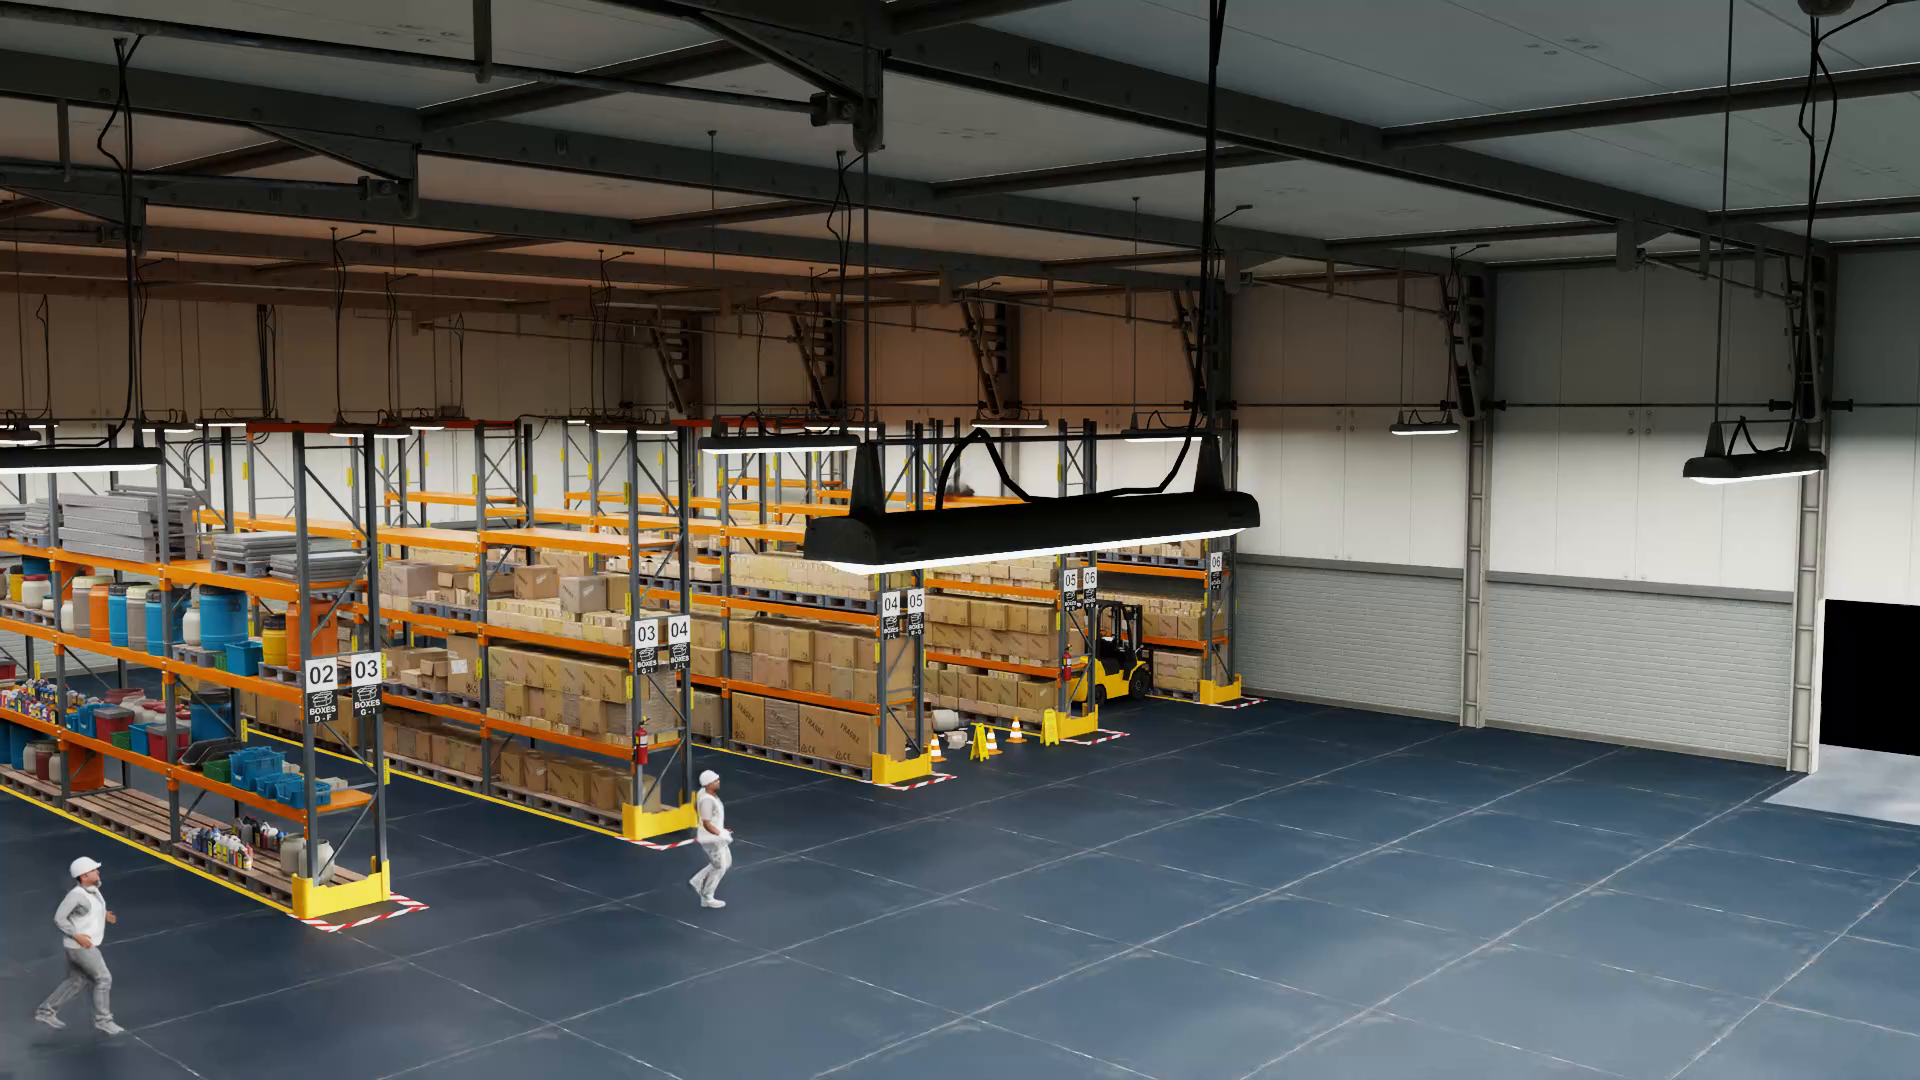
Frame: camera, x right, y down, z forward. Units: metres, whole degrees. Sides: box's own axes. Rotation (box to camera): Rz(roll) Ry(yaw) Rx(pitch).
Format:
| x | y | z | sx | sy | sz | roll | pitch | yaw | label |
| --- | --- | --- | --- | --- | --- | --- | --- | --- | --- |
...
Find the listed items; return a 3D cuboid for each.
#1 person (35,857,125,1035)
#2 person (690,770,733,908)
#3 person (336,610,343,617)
| x | y | z | sx | sy | sz | roll | pitch | yaw | label |
| --- | --- | --- | --- | --- | --- | --- | --- | --- | --- |
| -8.858 | 4.084 | 16.699 | 0.817 | 1.826 | 0.669 | -2 | 5 | -19 | person |
| -3.141 | 3.754 | 20.944 | 0.545 | 1.742 | 0.683 | -1 | 5 | -13 | person |
| -14.507 | 2.423 | 38.144 | 0.734 | 1.645 | 0.749 | 2 | 5 | 21 | person |
